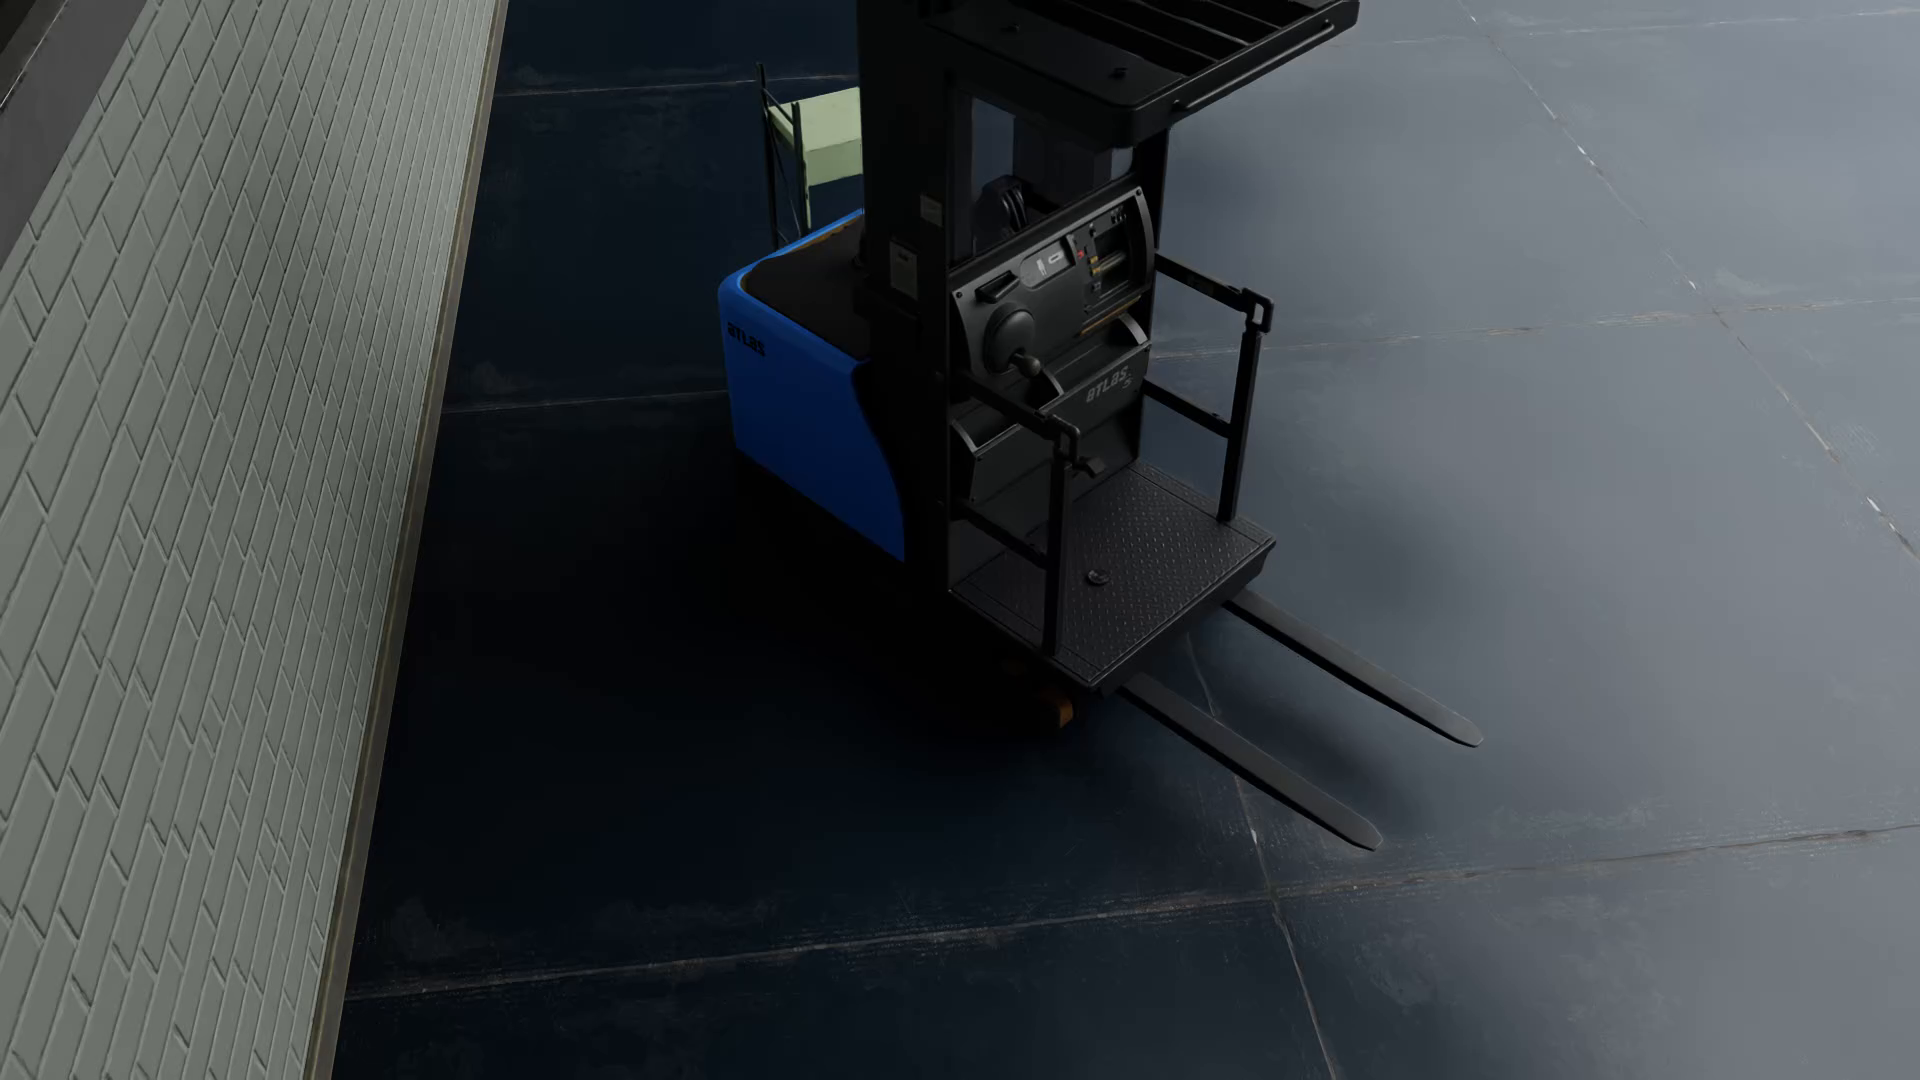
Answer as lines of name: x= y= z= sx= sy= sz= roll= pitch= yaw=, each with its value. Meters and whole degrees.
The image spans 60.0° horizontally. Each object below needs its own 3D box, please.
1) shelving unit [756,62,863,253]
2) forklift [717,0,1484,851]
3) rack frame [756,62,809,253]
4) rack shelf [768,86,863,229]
shelving unit: x=-0.384 y=-1.333 z=7.107 sx=0.755 sy=1.500 sz=0.431 roll=-19 pitch=45 yaw=-20
forklift: x=0.476 y=-0.798 z=5.447 sx=3.031 sy=2.935 sz=1.130 roll=33 pitch=52 yaw=31
rack frame: x=-0.711 y=-1.223 z=6.984 sx=0.023 sy=1.500 sz=0.400 roll=-19 pitch=45 yaw=-20
rack shelf: x=-0.384 y=-1.624 z=6.846 sx=0.720 sy=0.370 sz=0.431 roll=-19 pitch=45 yaw=-20
